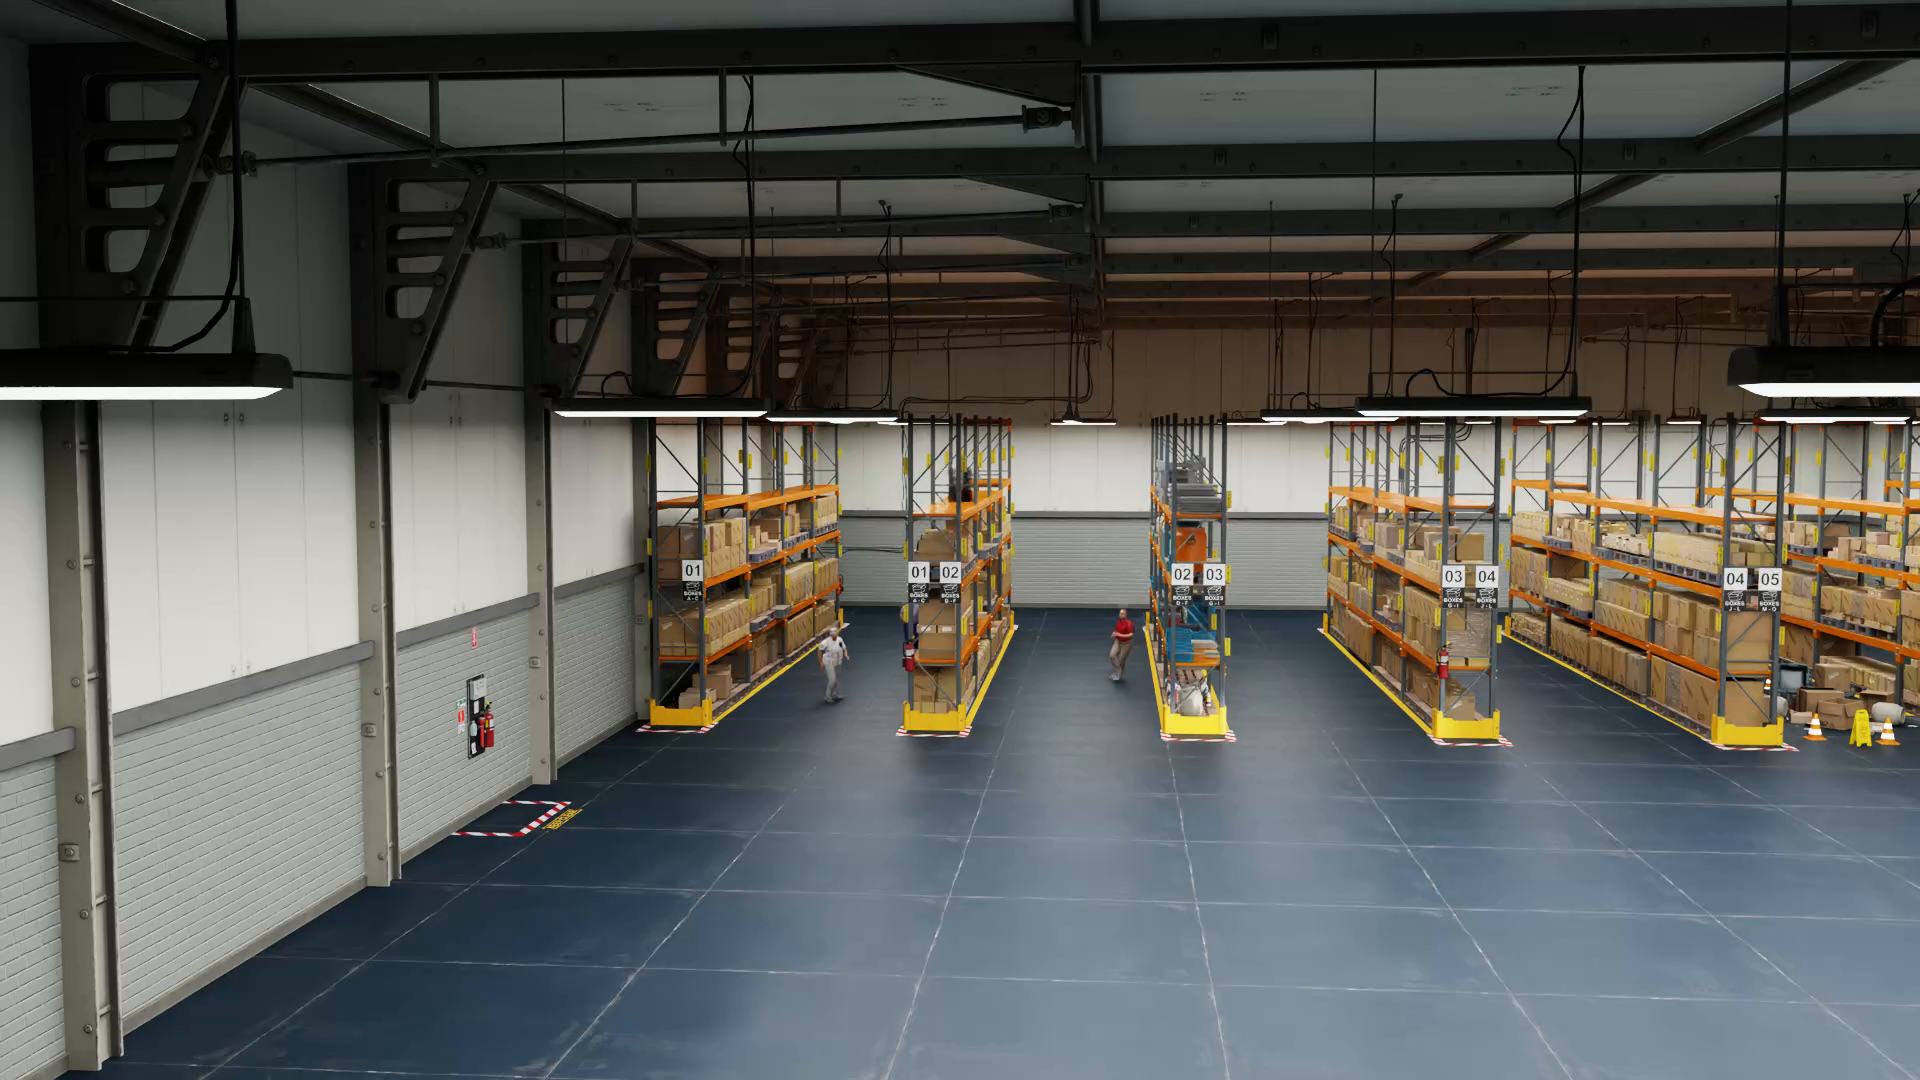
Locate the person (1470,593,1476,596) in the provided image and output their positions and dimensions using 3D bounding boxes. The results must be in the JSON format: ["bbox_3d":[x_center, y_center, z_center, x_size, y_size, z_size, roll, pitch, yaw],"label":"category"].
[{"bbox_3d":[13.554,1.953,44.134,0.496,1.641,0.778,1,4,8],"label":"person"}]

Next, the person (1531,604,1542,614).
[{"bbox_3d":[16.457,1.718,46.908,0.820,1.756,0.670,2,4,24],"label":"person"}]

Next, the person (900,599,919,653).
[{"bbox_3d":[-1.200,2.162,41.509,0.606,1.541,0.820,0,4,-3],"label":"person"}]

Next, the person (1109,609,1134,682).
[{"bbox_3d":[3.647,2.358,37.586,0.809,1.649,0.725,3,5,39],"label":"person"}]

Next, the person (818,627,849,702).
[{"bbox_3d":[-2.617,2.623,34.856,0.816,1.643,0.635,4,5,45],"label":"person"}]
